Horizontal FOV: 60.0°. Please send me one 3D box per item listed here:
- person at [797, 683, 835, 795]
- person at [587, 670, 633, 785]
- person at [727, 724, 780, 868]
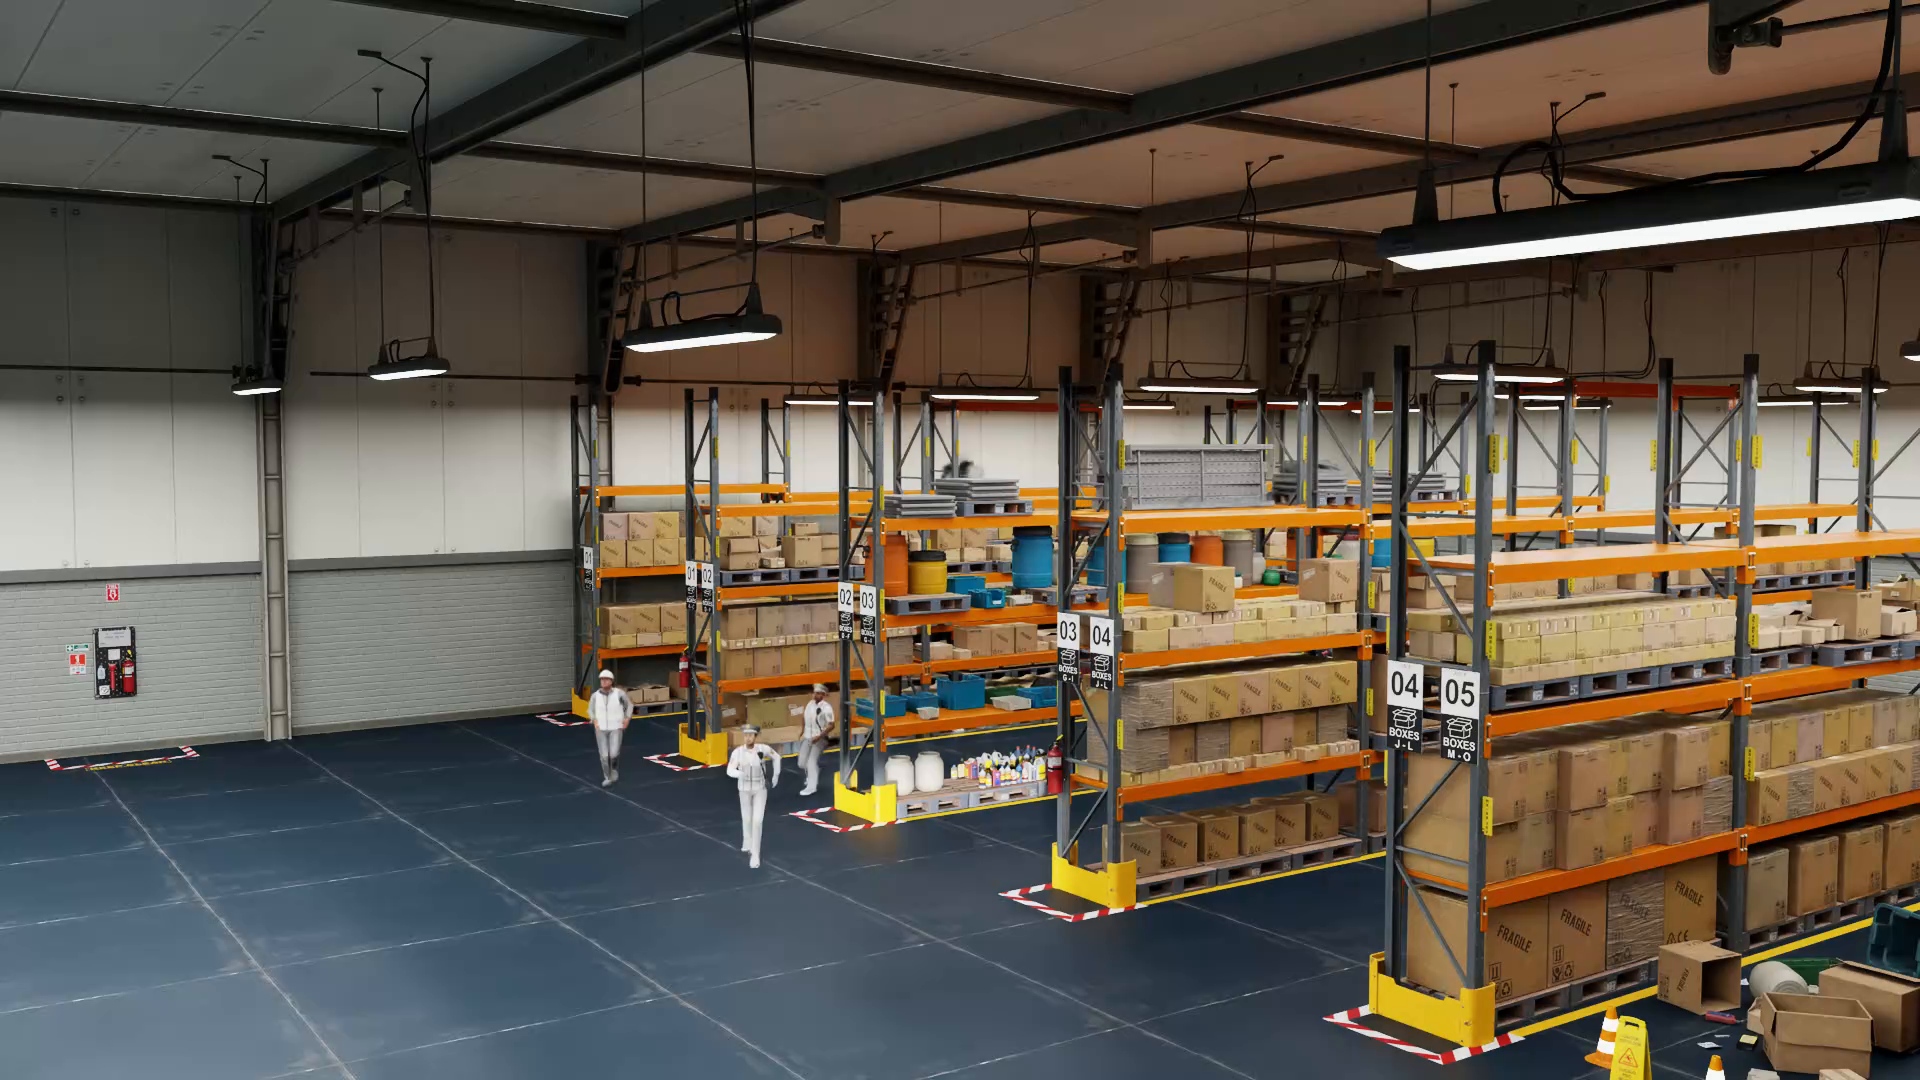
[{"bbox_3d":[-2.081,2.887,24.210,0.597,1.647,0.518,2,4,27],"label":"person"},{"bbox_3d":[-5.231,2.806,24.783,0.672,1.731,0.552,0,3,-3],"label":"person"},{"bbox_3d":[-2.528,3.093,20.419,0.622,1.741,0.878,0,3,2],"label":"person"}]
